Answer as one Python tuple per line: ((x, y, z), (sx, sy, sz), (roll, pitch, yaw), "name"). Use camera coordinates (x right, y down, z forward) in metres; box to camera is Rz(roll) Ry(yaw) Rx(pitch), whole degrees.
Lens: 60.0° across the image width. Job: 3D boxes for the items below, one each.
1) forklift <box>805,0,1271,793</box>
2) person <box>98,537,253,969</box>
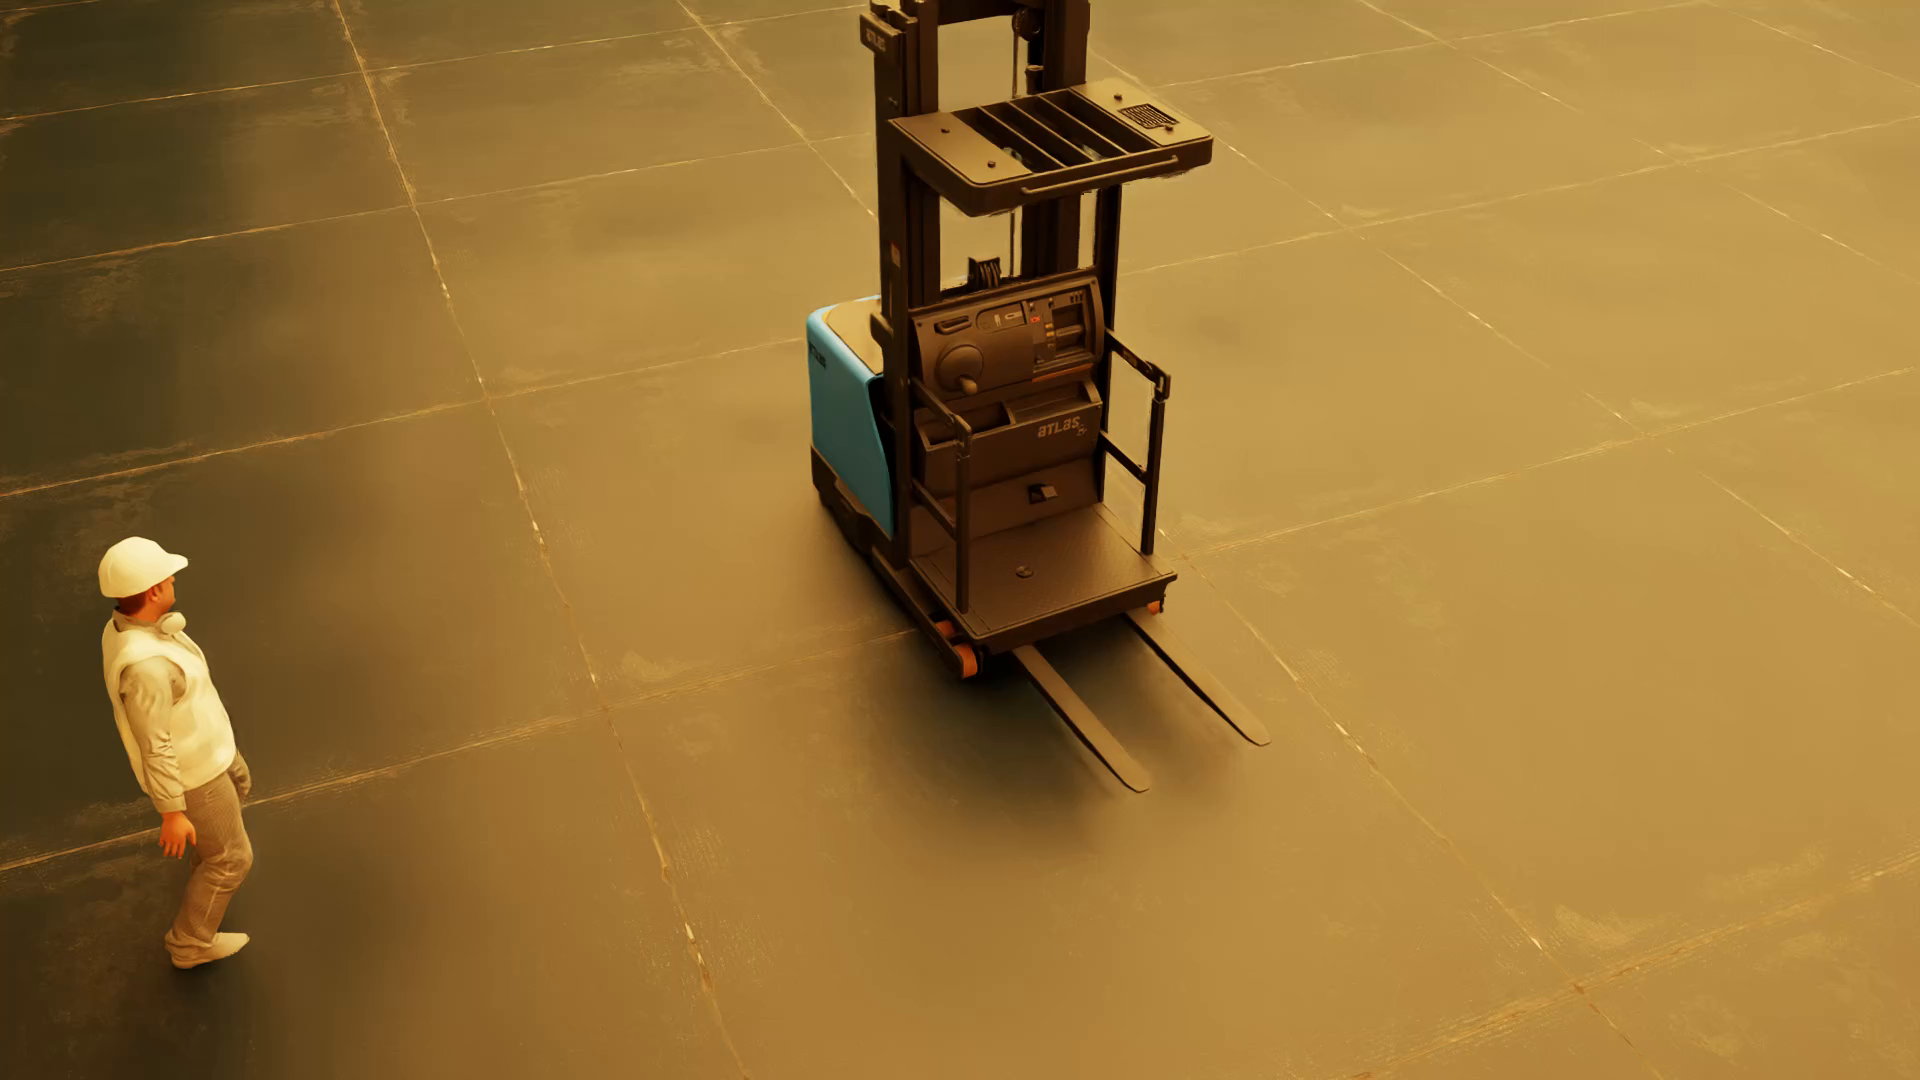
((0.327, -0.848, 7.291), (1.130, 2.935, 3.031), (-17, 39, -22), "forklift")
((-2.859, 0.805, 6.061), (0.480, 1.752, 0.871), (-16, 39, -21), "person")
